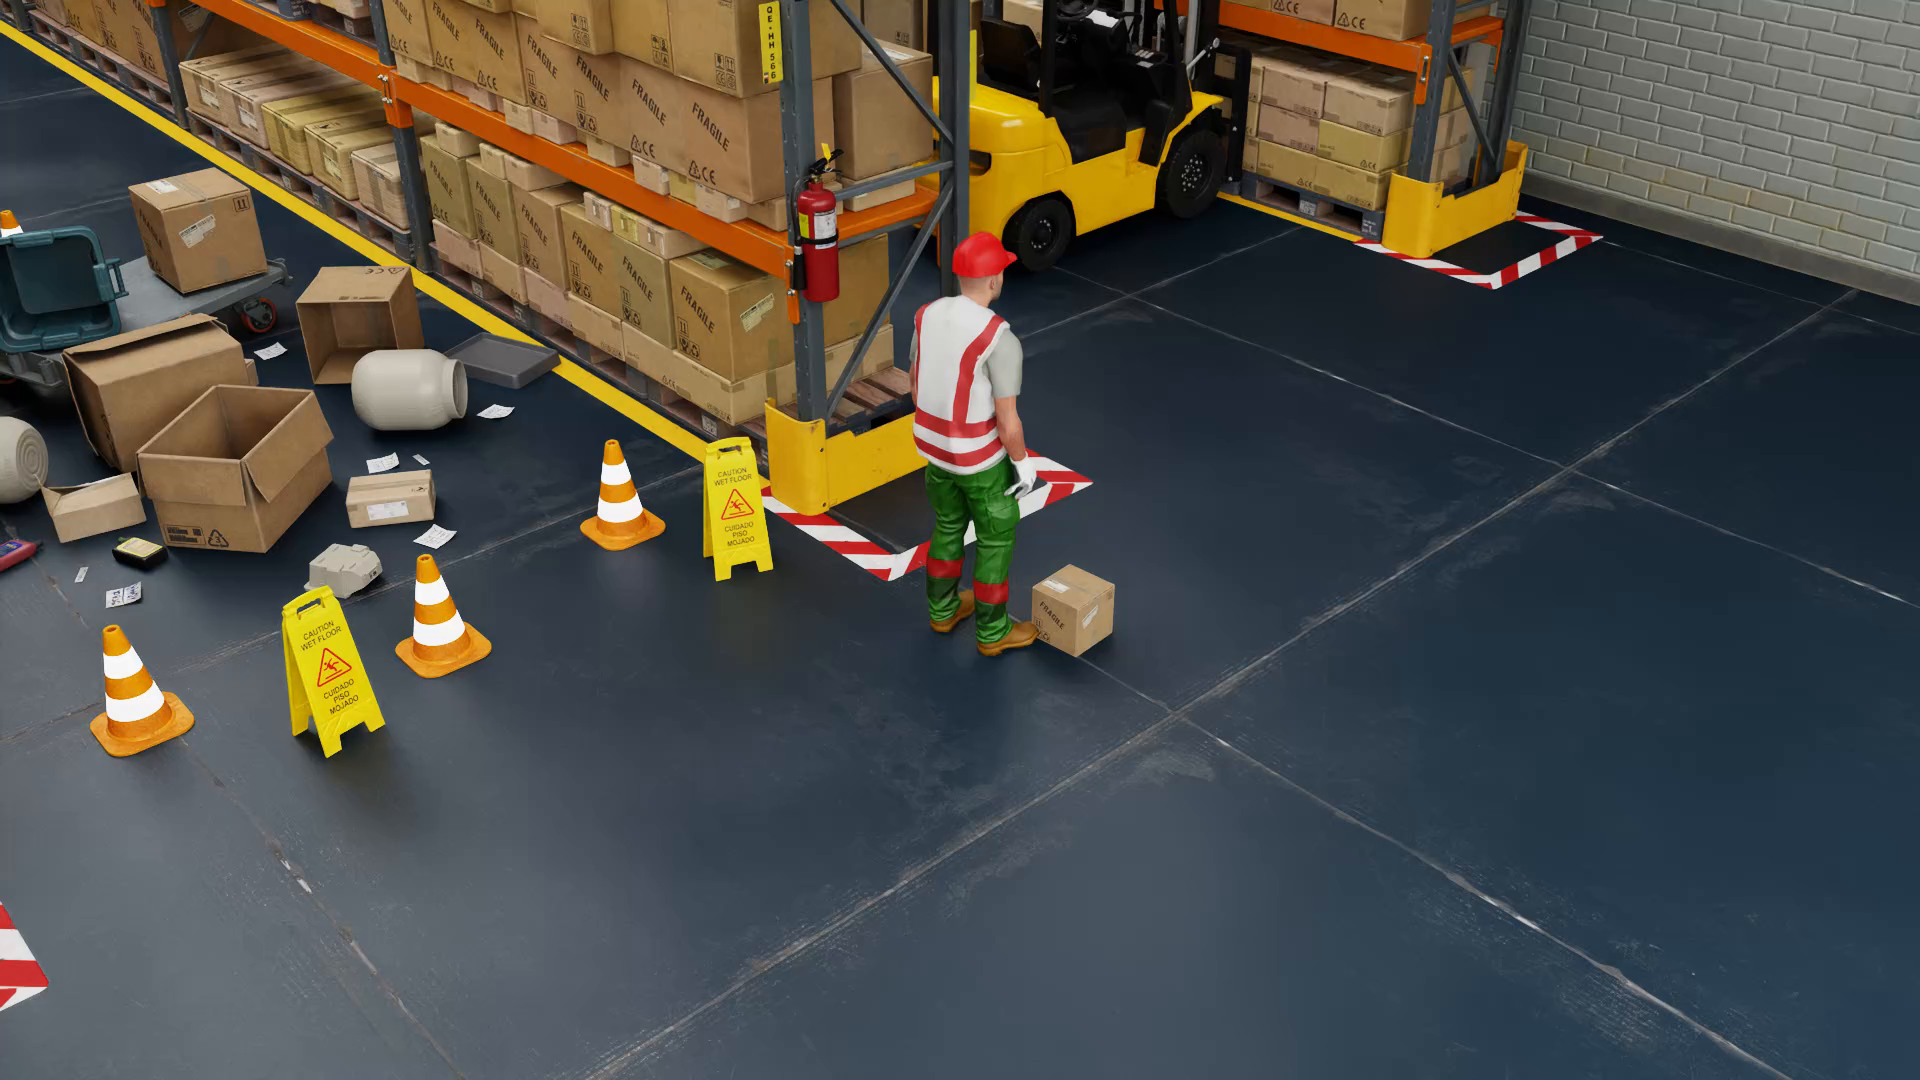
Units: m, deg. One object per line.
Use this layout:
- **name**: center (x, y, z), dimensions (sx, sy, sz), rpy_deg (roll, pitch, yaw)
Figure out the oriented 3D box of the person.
- **person**: center (0.052, -0.374, 6.731), dimensions (0.609, 1.780, 0.448), rpy_deg (27, 41, 37)
